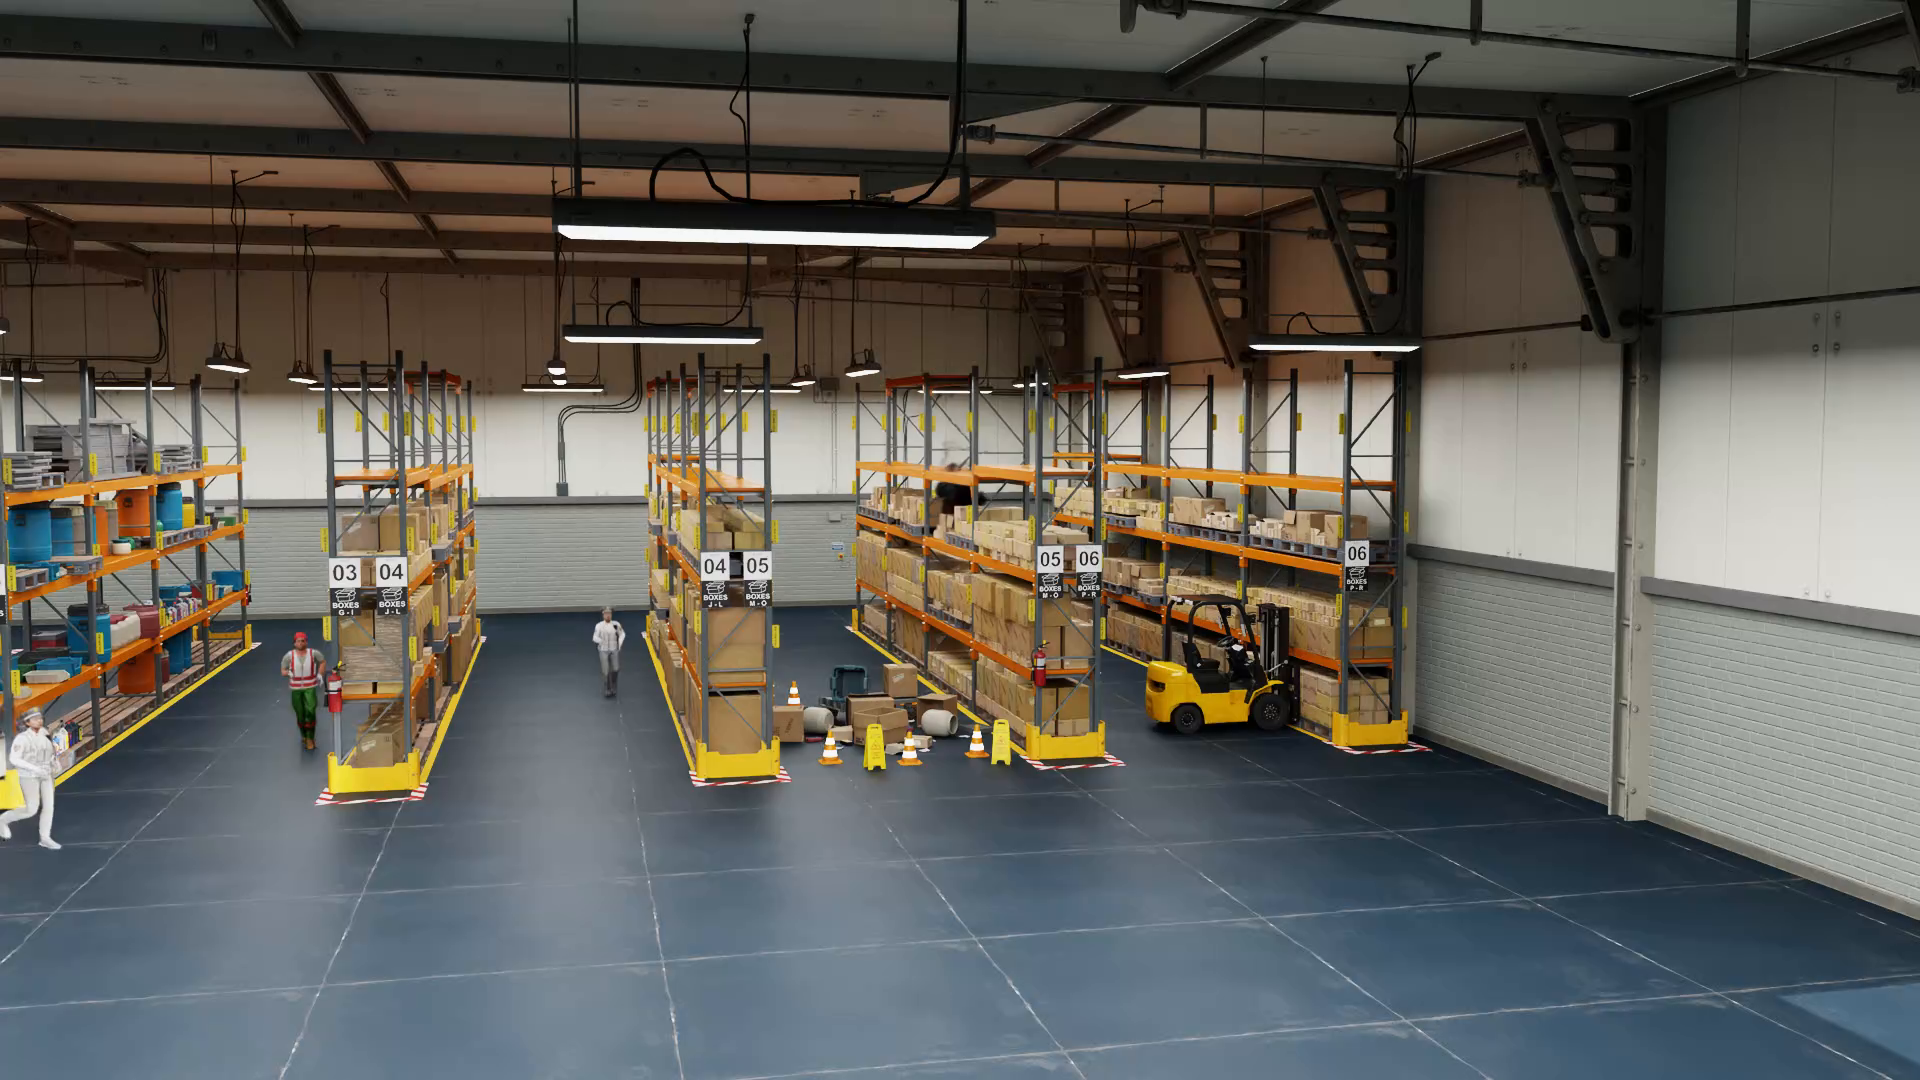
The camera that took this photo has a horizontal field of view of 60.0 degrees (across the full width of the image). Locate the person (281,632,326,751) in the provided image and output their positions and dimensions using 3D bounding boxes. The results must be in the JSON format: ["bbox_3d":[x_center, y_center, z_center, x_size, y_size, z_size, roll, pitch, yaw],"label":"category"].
[{"bbox_3d":[-10.139,2.331,25.673,0.630,1.836,0.764,-1,4,-16],"label":"person"}]

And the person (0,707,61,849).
[{"bbox_3d":[-11.006,2.808,19.714,0.780,1.695,0.622,1,4,16],"label":"person"}]

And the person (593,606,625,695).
[{"bbox_3d":[-6.425,2.038,30.508,0.590,1.656,0.599,-1,4,-15],"label":"person"}]
